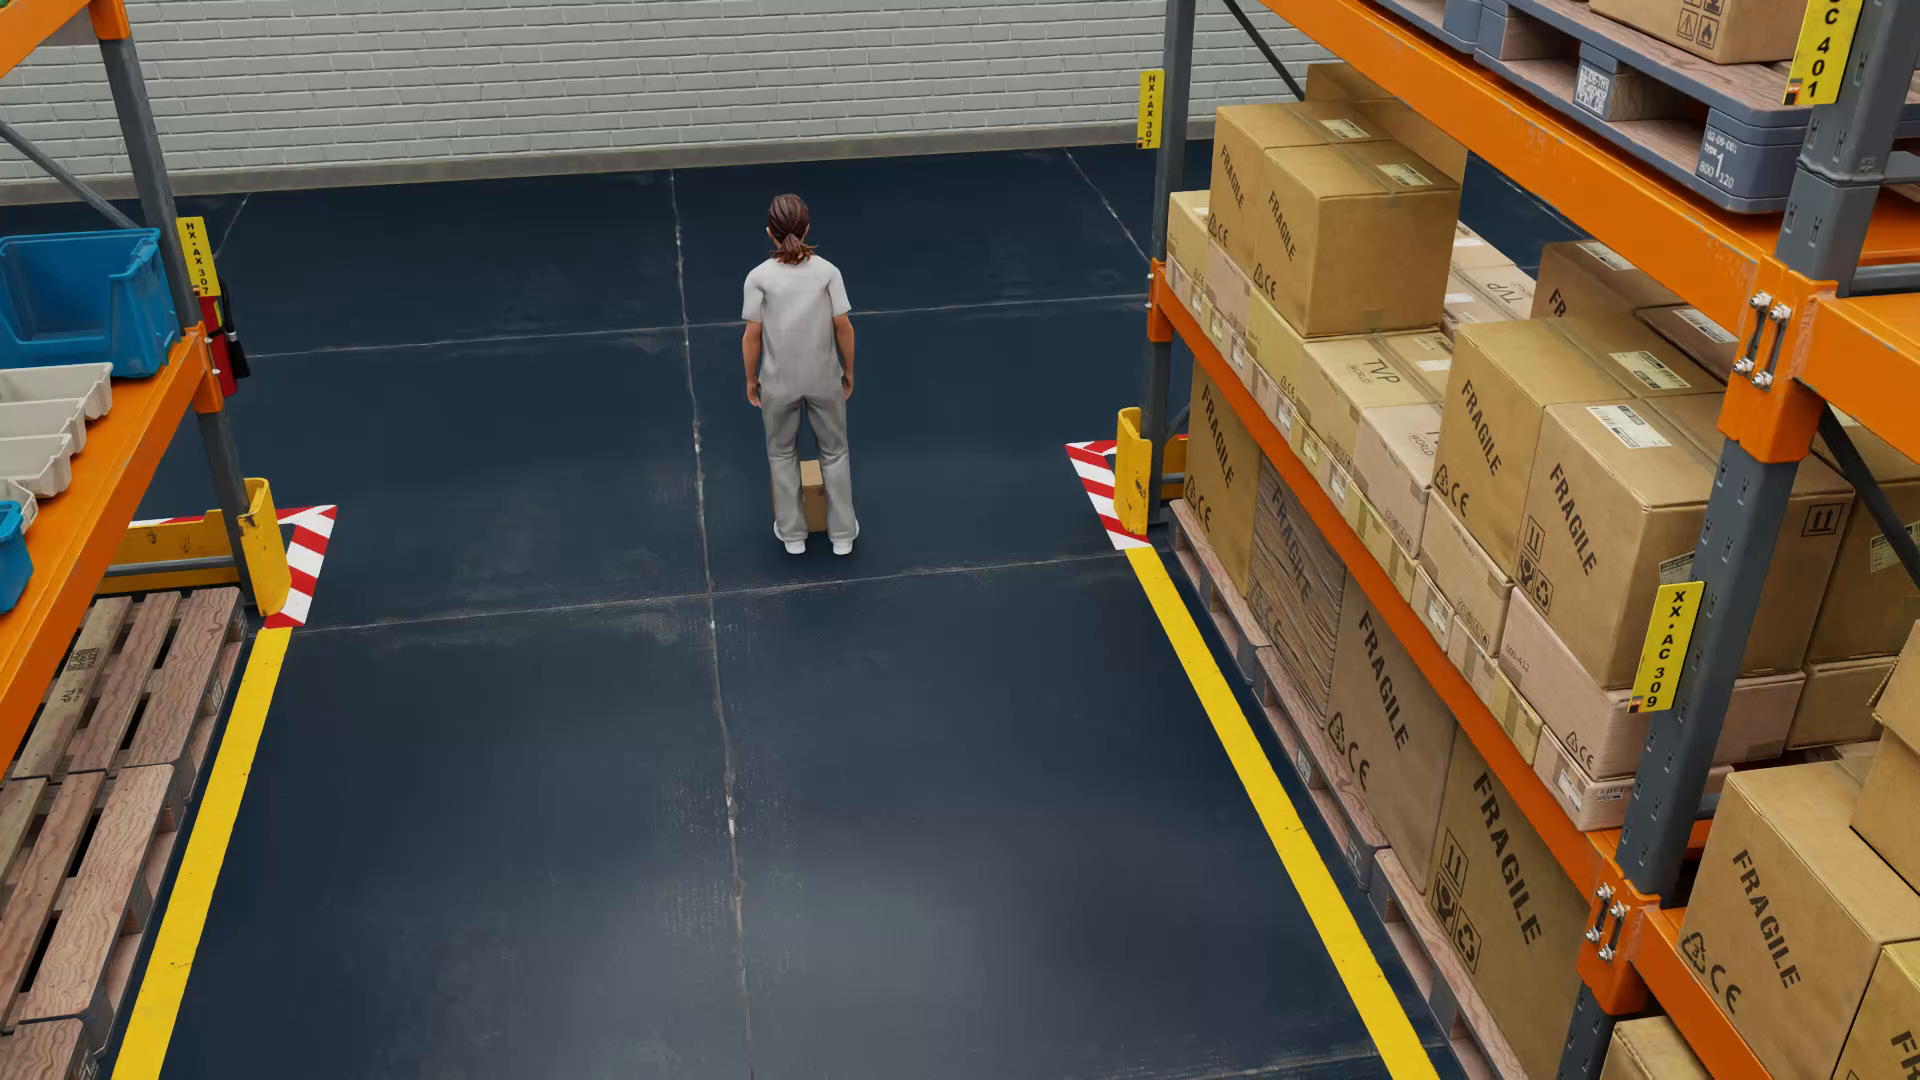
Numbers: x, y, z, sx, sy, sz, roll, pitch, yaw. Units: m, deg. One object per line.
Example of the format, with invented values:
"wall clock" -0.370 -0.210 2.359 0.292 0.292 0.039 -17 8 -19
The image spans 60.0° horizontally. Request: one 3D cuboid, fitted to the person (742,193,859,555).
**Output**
"person" -0.703 -0.703 7.313 0.488 1.673 0.403 -5 31 -9
